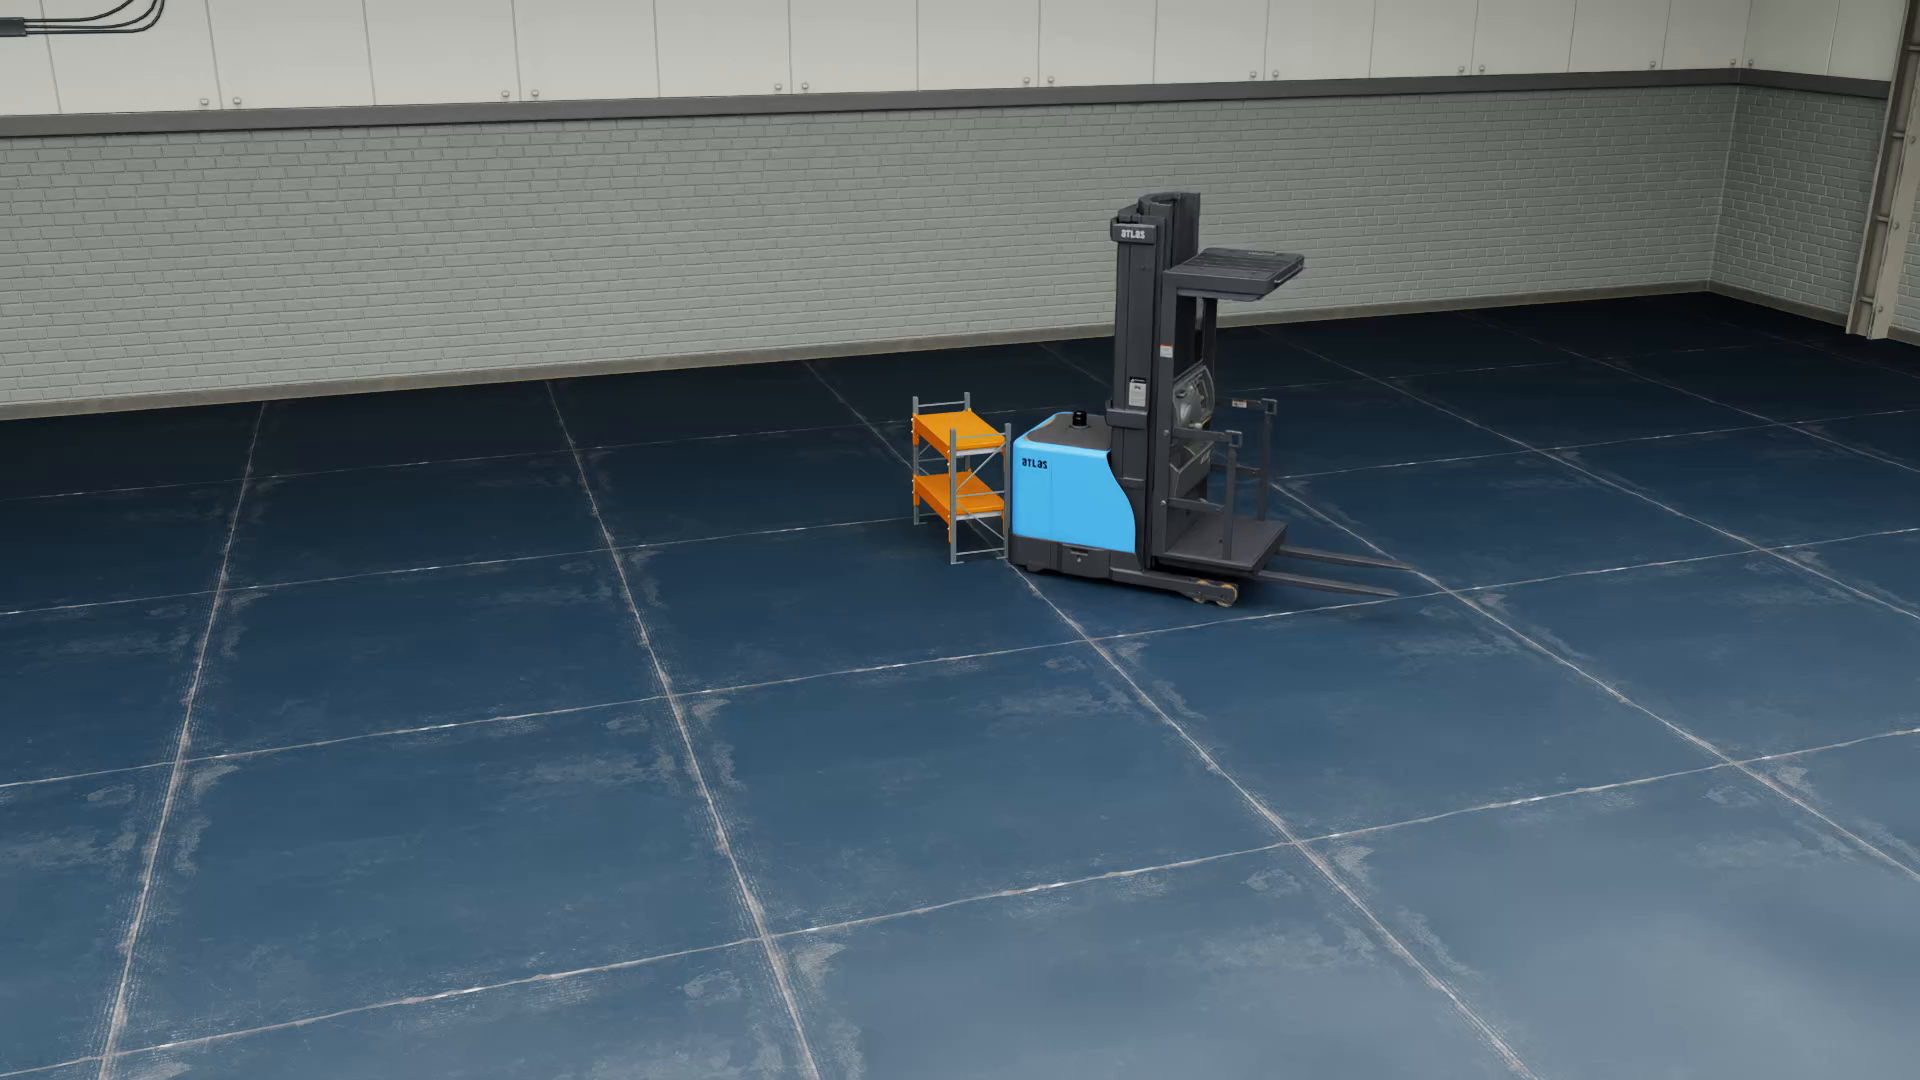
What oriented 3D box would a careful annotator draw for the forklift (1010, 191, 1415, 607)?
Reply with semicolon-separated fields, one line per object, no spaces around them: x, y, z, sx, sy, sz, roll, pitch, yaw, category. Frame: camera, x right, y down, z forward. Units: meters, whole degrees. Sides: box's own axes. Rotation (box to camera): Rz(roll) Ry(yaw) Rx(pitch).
1.959;-1.082;12.593;3.031;2.935;1.130;9;22;23;forklift

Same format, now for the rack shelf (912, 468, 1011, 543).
0.002;-0.297;13.803;0.538;0.278;1.000;-6;21;-17;rack shelf

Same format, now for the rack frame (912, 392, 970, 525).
-0.158;-0.690;14.174;0.500;1.125;0.032;-6;21;-17;rack frame

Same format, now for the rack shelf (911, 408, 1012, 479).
0.002;-0.803;13.621;0.538;0.278;1.000;-6;21;-17;rack shelf

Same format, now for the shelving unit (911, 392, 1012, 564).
0.002;-0.527;13.720;0.538;1.125;1.048;-6;21;-17;shelving unit

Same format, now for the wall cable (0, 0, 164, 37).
-9.009;-7.187;15.582;2.305;6.003;0.169;-6;21;-17;wall cable

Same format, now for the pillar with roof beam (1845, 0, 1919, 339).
7.461;-6.386;18.384;9.100;9.000;0.400;-6;21;-17;pillar with roof beam

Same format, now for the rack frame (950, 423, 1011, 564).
0.162;-0.364;13.266;0.500;1.125;0.032;-6;21;-17;rack frame
